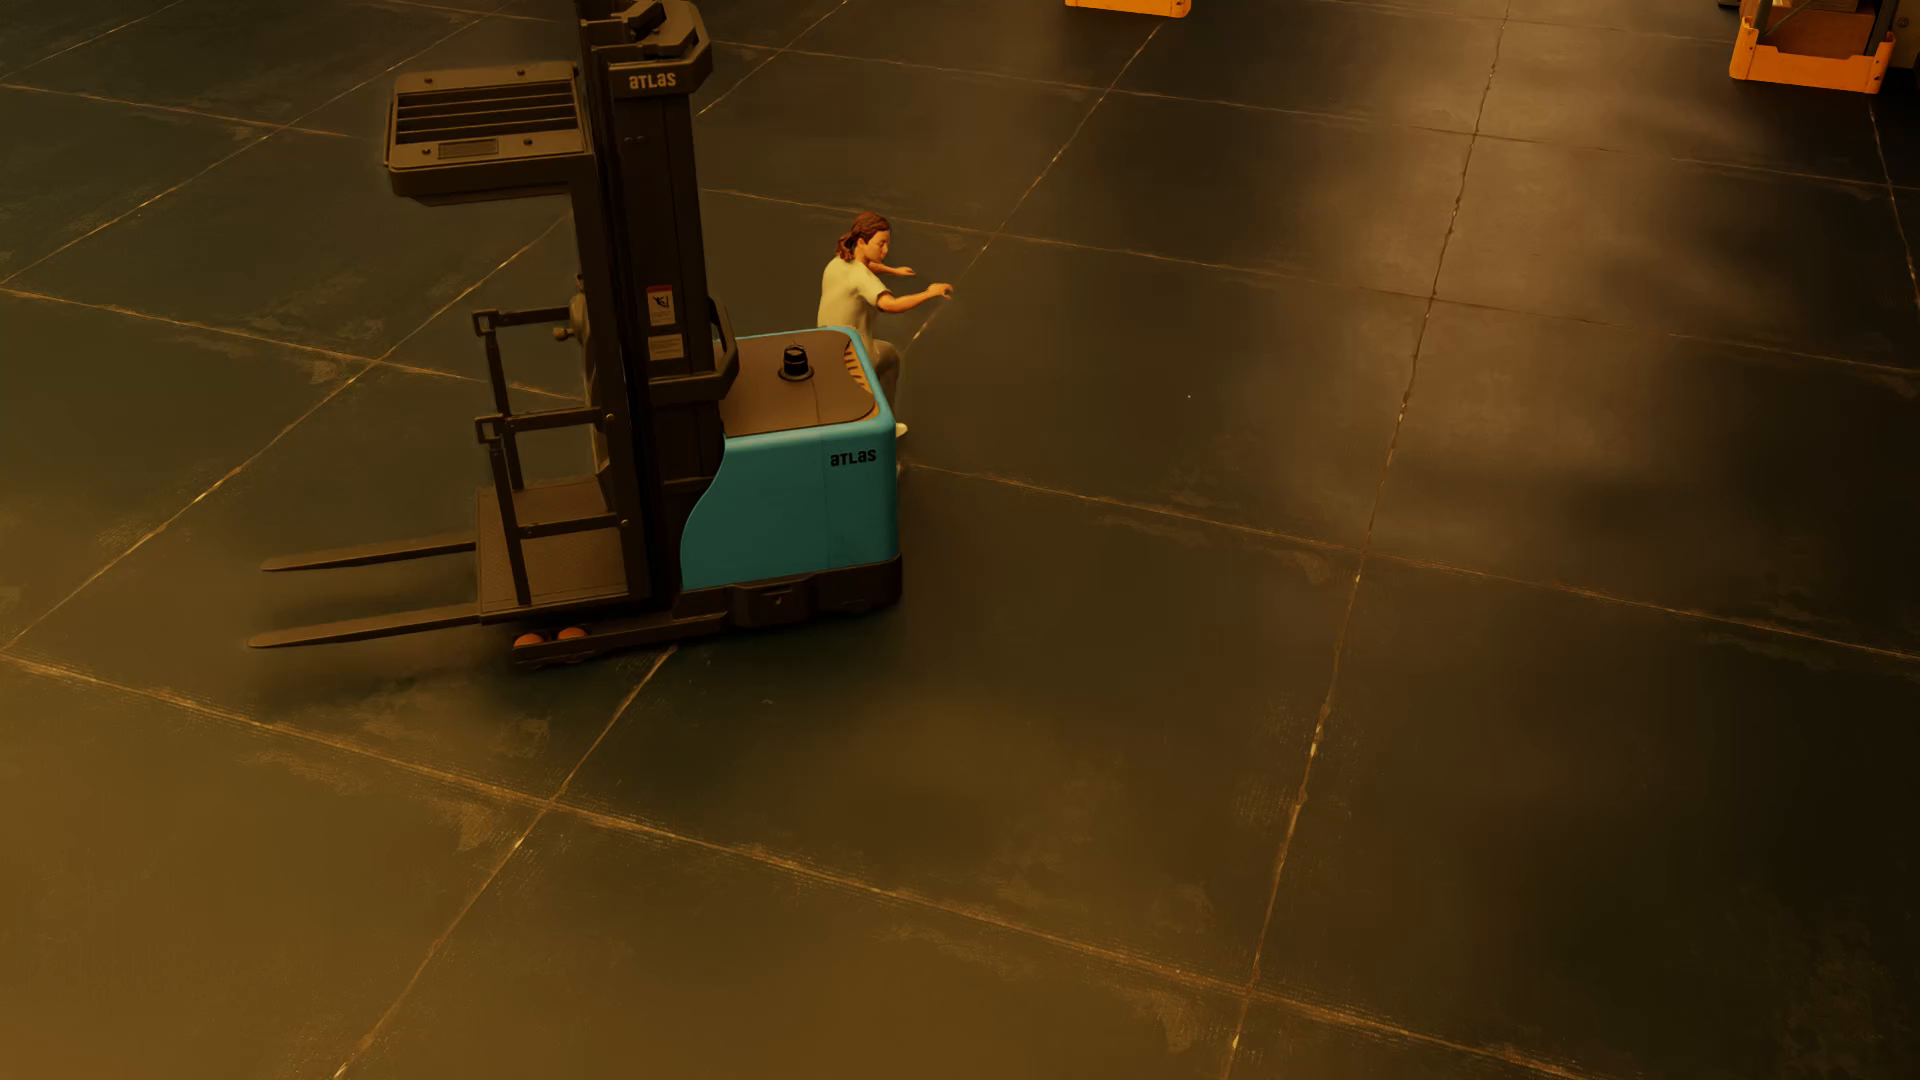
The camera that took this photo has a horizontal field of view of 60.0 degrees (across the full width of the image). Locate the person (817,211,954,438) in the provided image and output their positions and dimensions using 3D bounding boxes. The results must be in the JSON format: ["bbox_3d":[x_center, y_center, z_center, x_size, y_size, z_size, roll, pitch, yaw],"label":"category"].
[{"bbox_3d":[-0.359,-1.090,8.990,0.734,1.419,1.052,18,39,23],"label":"person"}]

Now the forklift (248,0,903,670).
[{"bbox_3d":[-1.855,-0.927,7.418,3.031,2.935,1.130,-8,36,-11],"label":"forklift"}]
